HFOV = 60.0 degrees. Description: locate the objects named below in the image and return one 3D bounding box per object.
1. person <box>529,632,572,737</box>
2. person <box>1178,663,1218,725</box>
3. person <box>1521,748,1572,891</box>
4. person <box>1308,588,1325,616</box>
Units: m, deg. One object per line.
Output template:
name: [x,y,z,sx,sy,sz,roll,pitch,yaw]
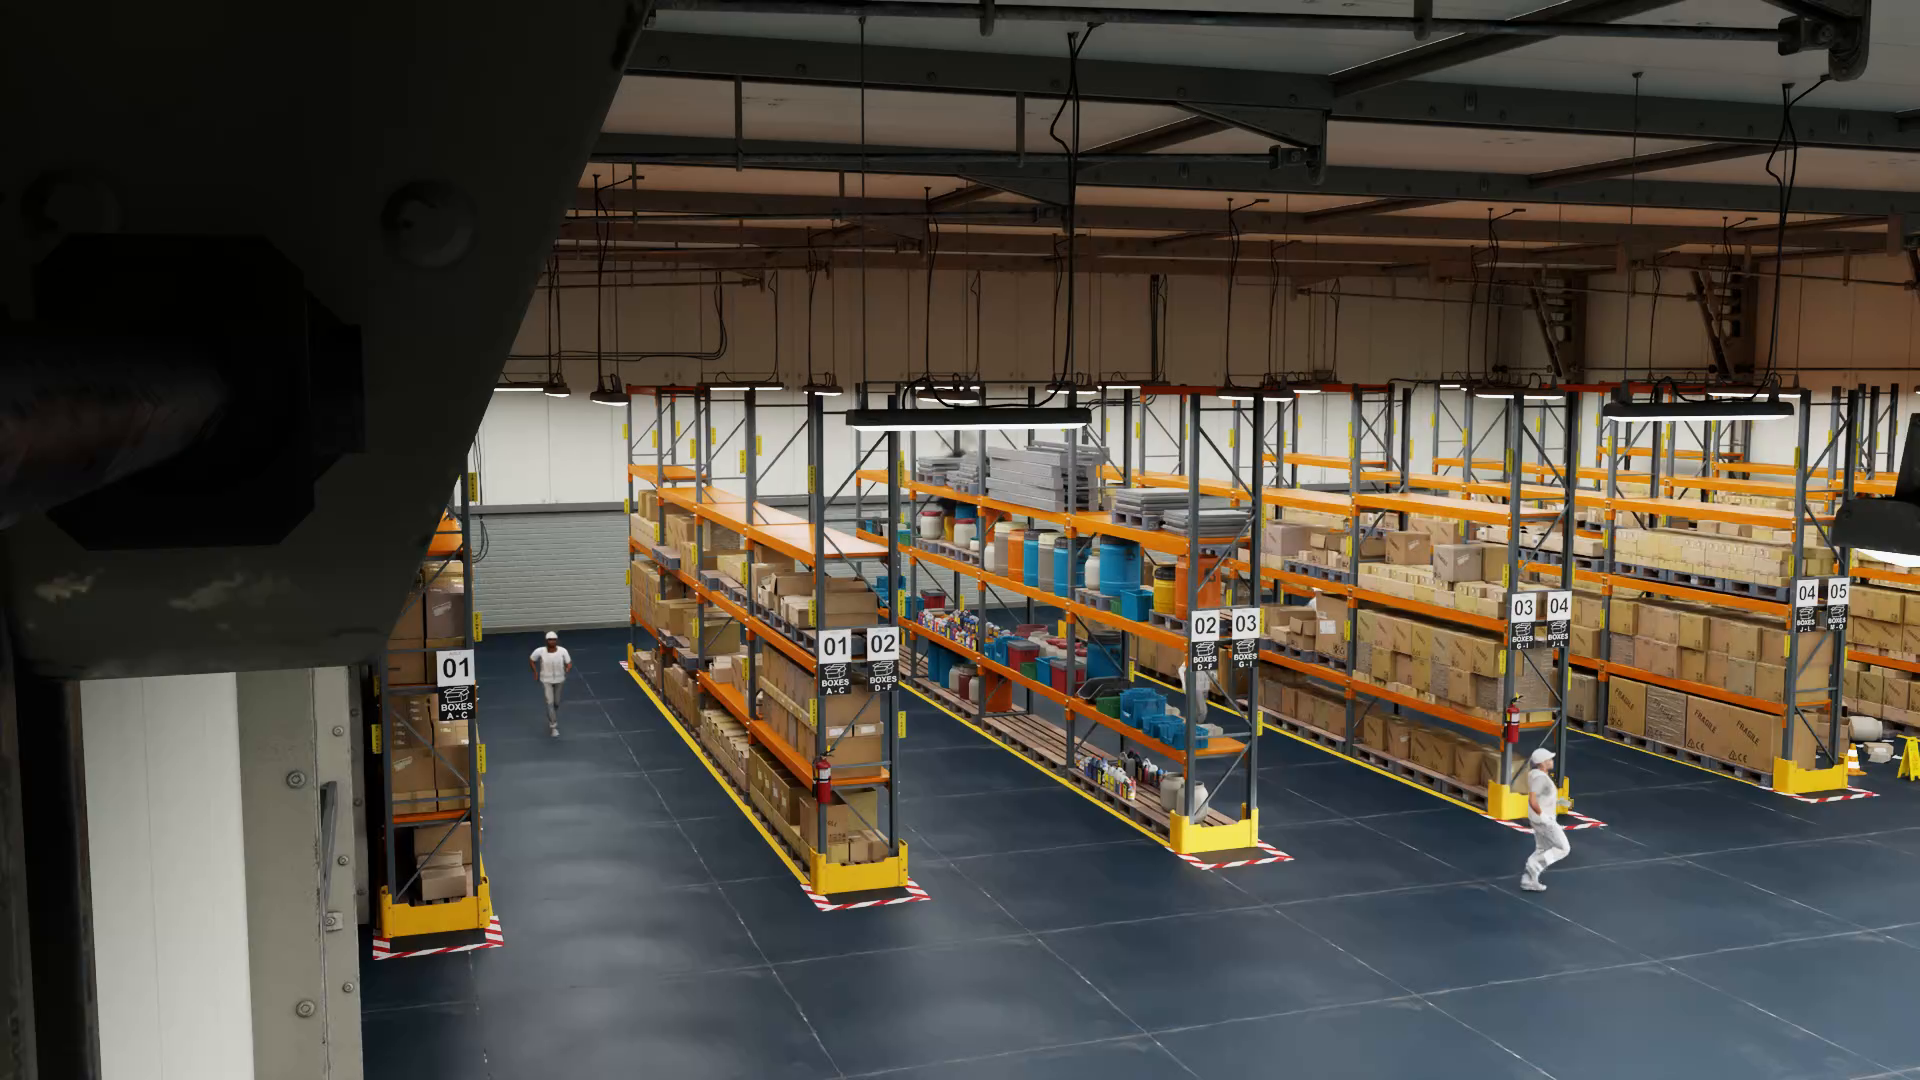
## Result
person: [-7.092,2.466,28.916,0.700,1.774,0.971,-3,7,-26]
person: [4.081,2.588,28.189,0.573,1.738,0.784,-4,7,-31]
person: [7.100,3.382,20.099,0.598,1.744,0.646,1,6,6]
person: [7.547,1.839,34.950,0.648,1.824,0.858,-2,6,-17]
